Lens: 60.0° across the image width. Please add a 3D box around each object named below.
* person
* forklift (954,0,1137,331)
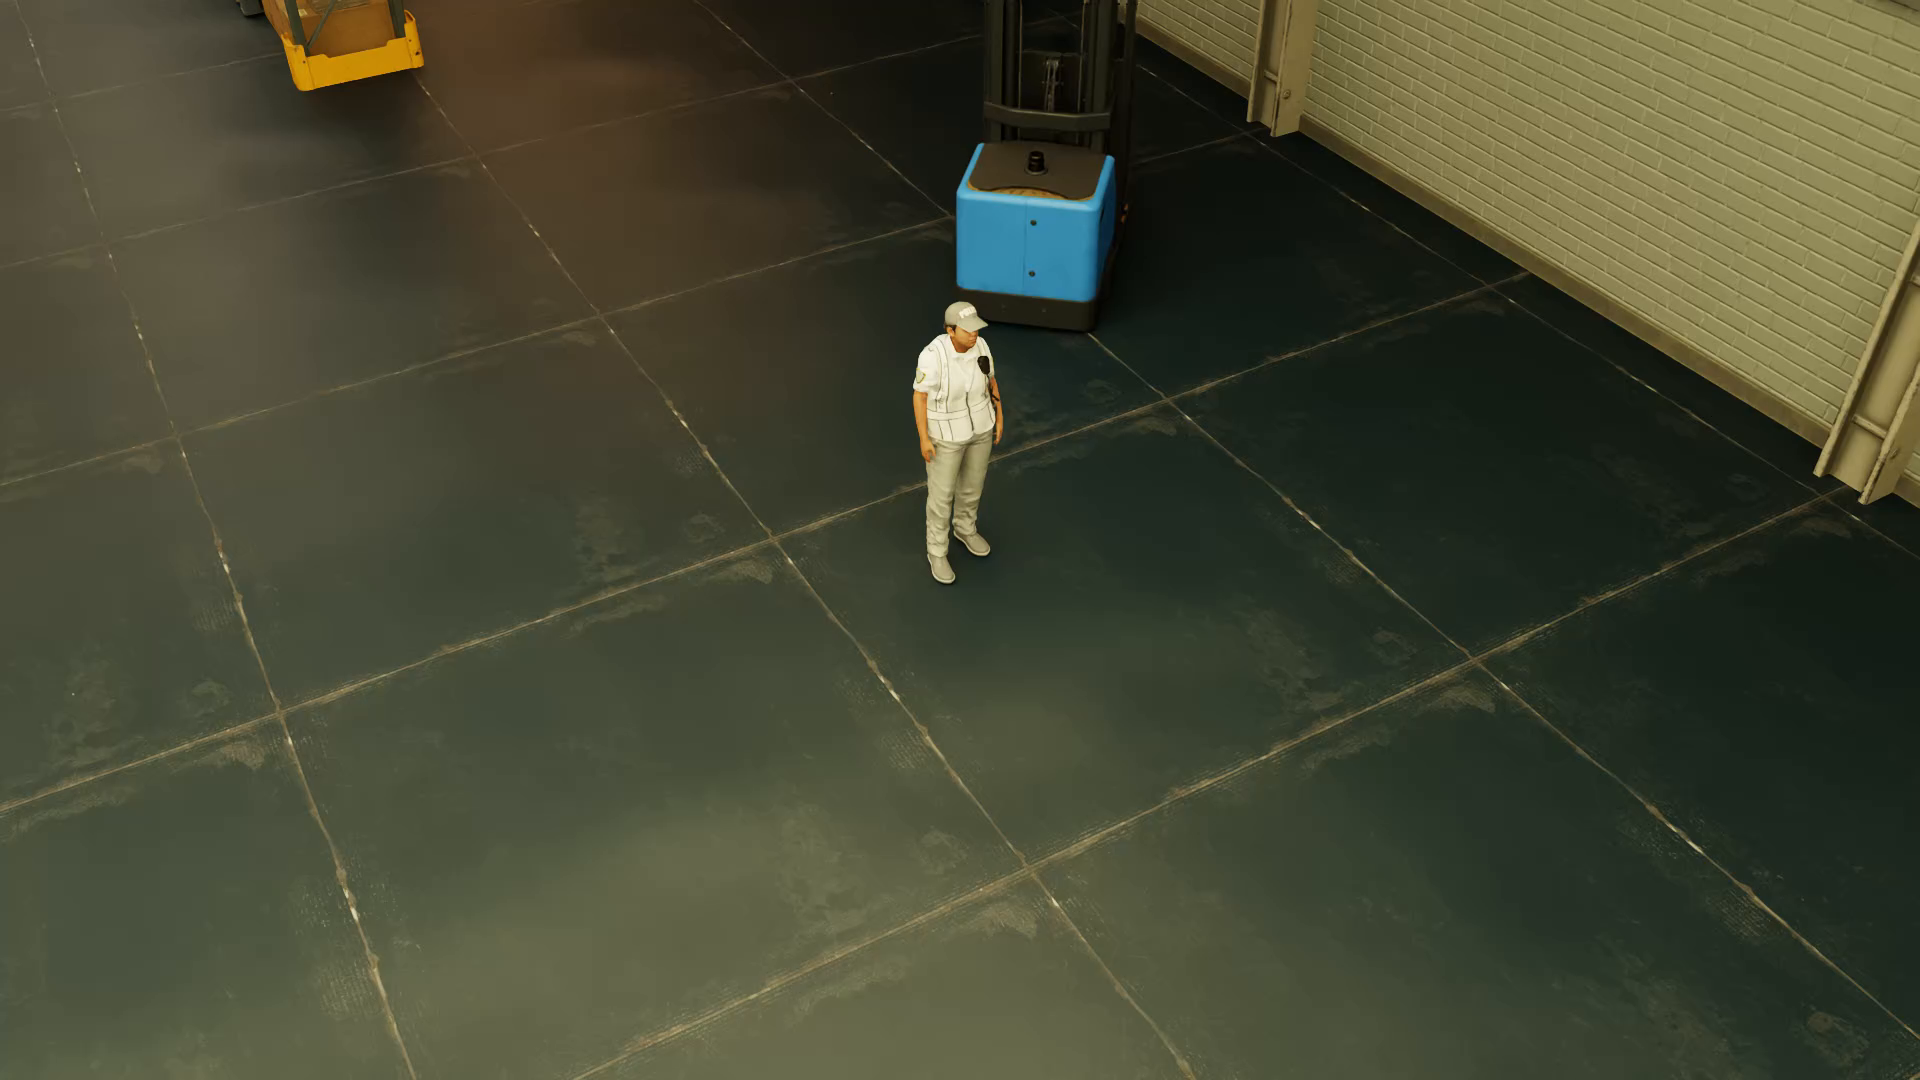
[{"bbox_3d":[0.018,-0.597,9.736,0.598,1.670,0.529,-20,44,-23],"label":"person"},{"bbox_3d":[0.768,-3.589,12.363,1.130,2.935,3.031,8,40,9],"label":"forklift"}]
